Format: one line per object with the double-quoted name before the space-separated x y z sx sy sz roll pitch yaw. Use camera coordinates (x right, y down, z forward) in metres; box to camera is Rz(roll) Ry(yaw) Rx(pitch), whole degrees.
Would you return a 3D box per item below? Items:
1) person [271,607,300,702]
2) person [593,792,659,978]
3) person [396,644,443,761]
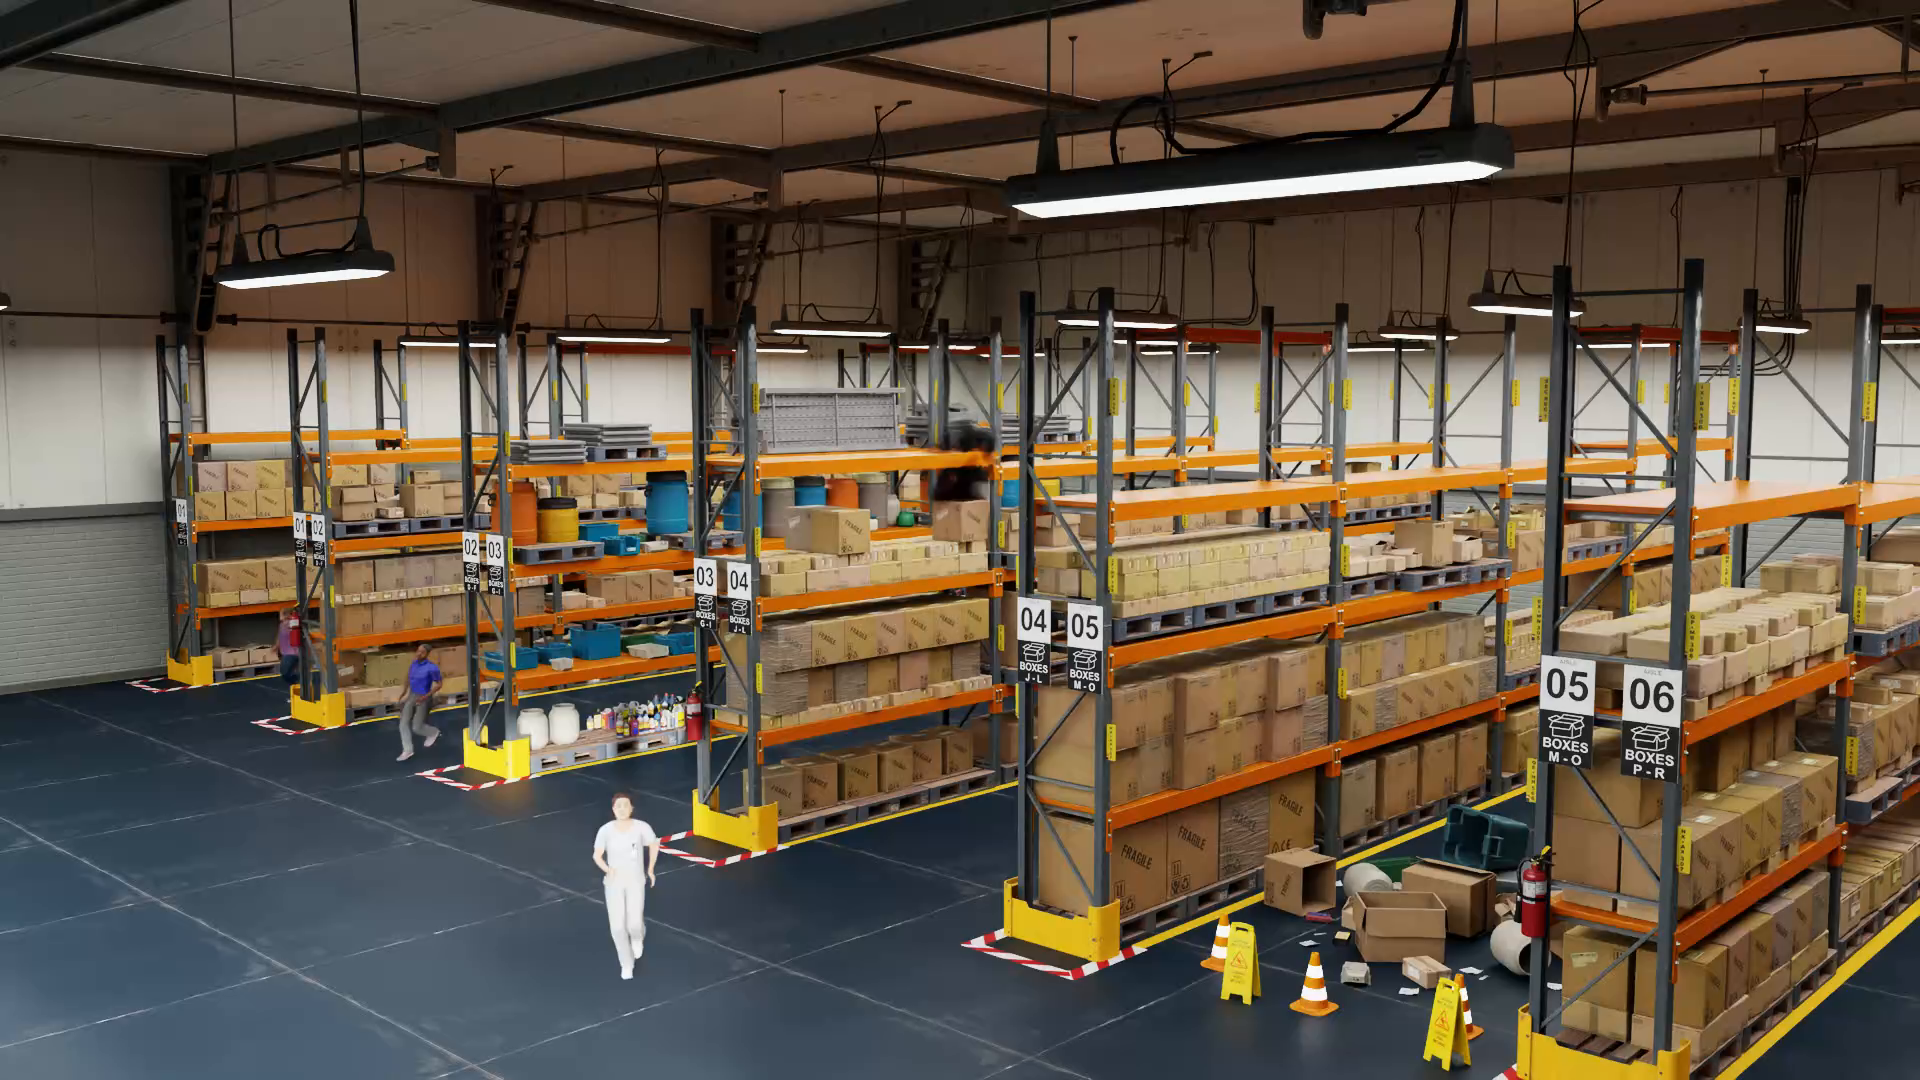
"person" -10.864 1.868 27.008 0.549 1.560 0.611 4 6 34
"person" -2.919 3.038 14.479 0.539 1.557 0.562 -1 5 -8
"person" -7.424 2.227 23.022 0.617 1.624 0.672 2 6 22
